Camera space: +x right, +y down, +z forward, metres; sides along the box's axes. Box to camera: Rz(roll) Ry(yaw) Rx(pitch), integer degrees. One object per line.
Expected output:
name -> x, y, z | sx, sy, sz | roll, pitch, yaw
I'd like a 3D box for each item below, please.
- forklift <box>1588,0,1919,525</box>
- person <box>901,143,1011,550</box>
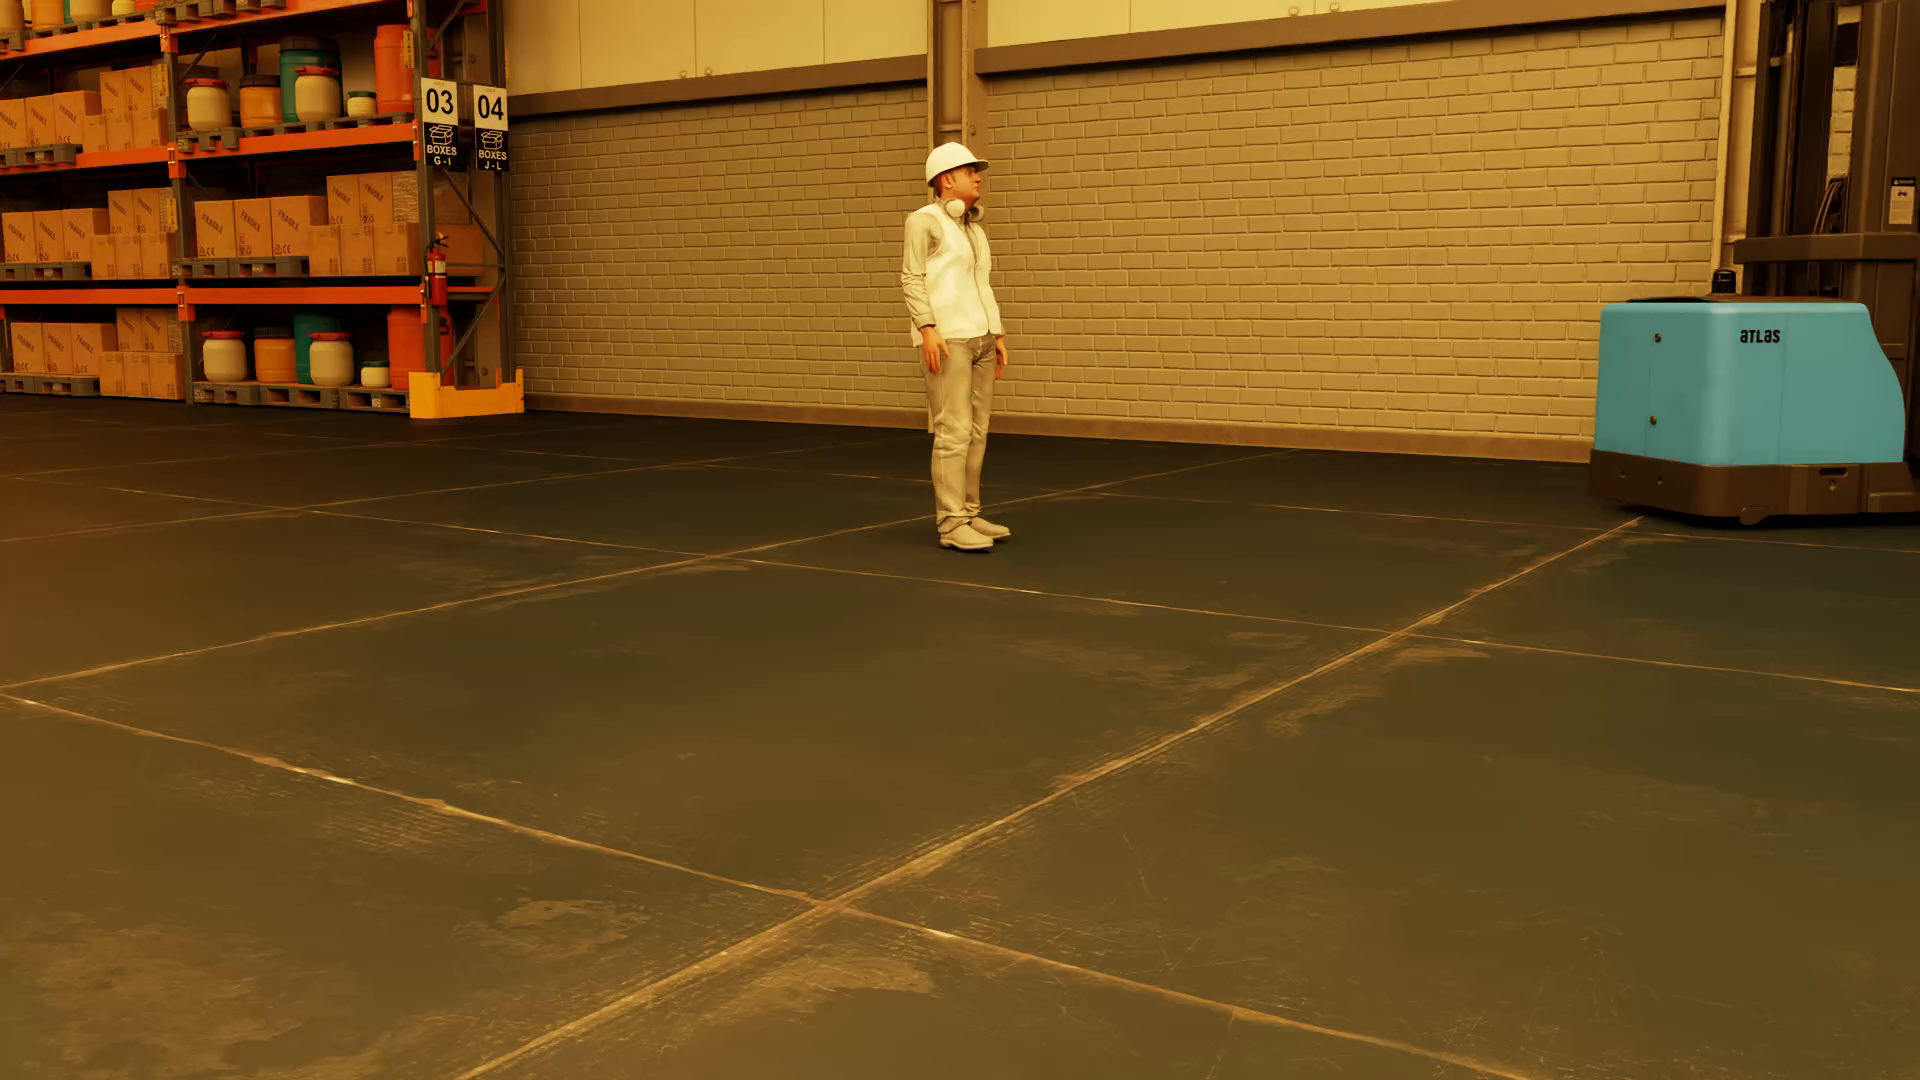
forklift -> 4.891, -1.603, 8.464 | 3.031, 2.935, 1.130 | -2, 8, -12
person -> 0.047, -0.880, 7.437 | 0.568, 1.773, 0.632 | 5, 10, 34
